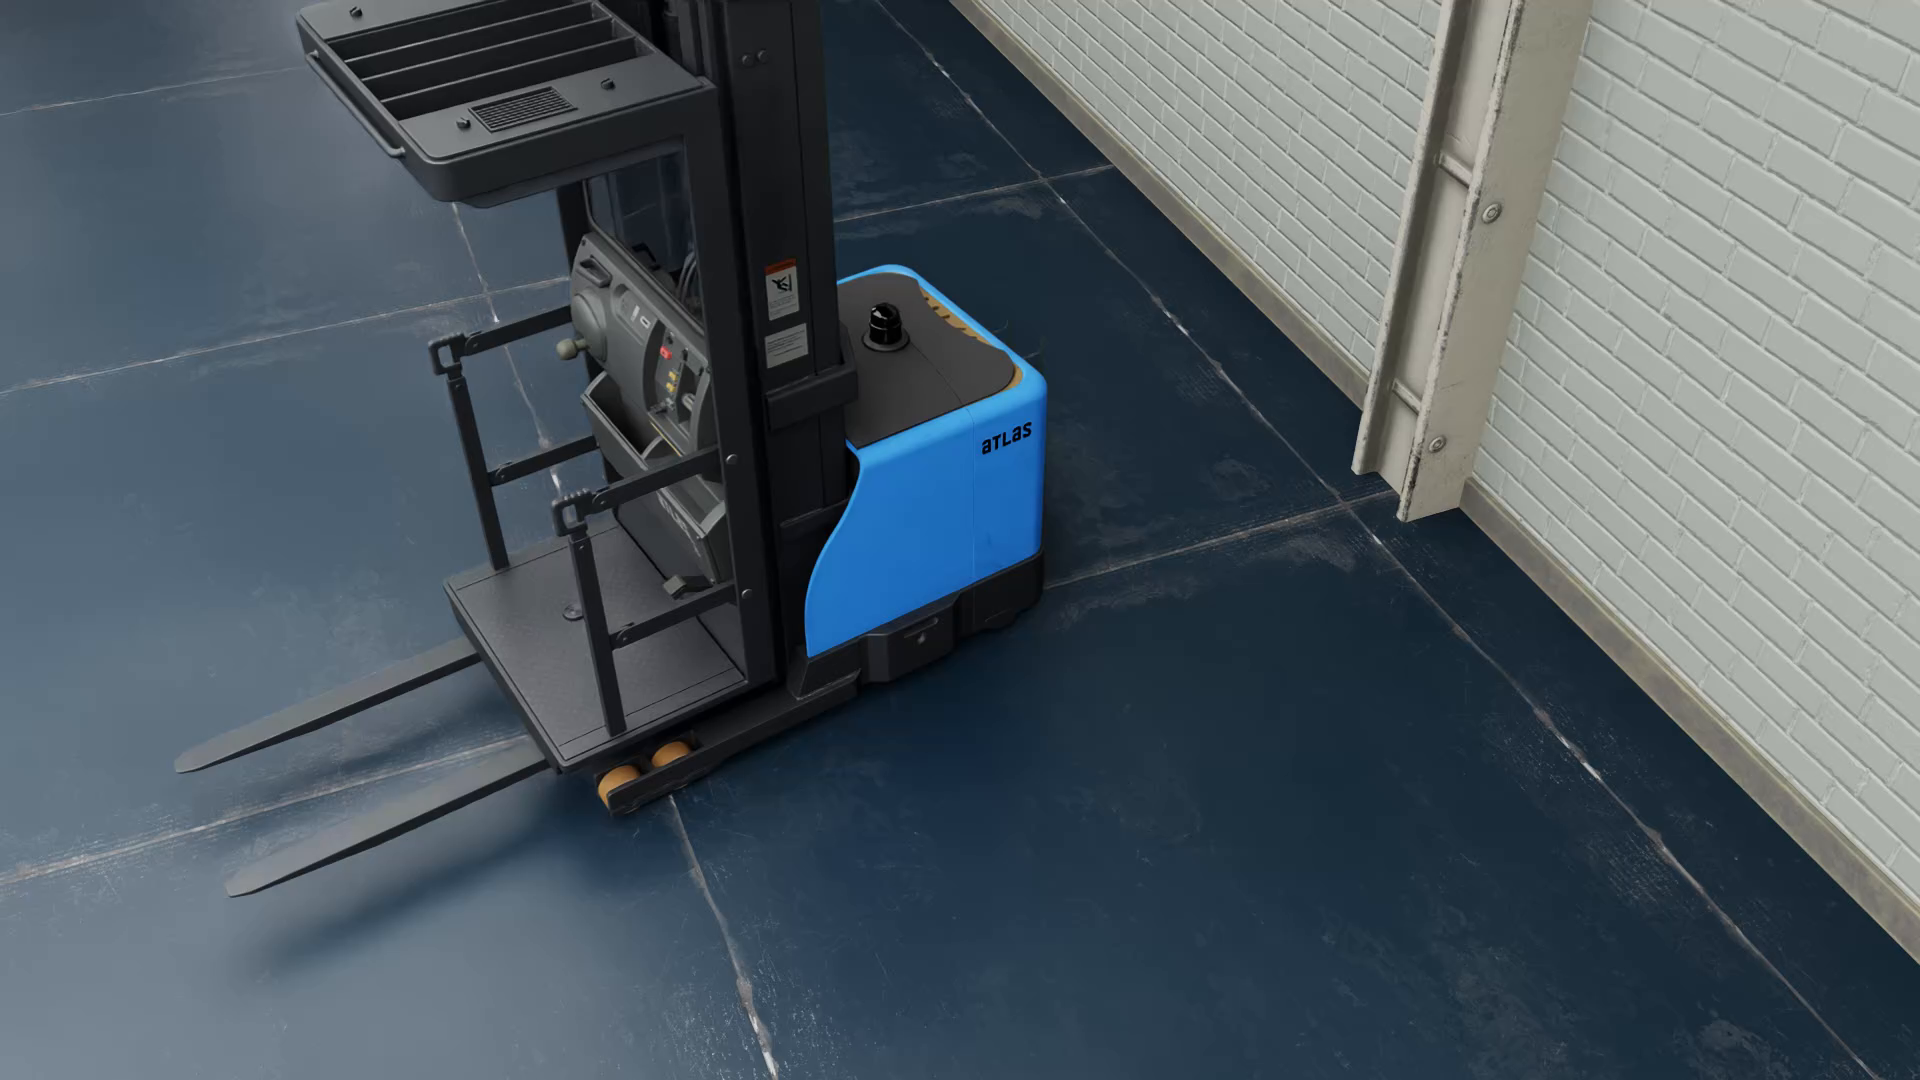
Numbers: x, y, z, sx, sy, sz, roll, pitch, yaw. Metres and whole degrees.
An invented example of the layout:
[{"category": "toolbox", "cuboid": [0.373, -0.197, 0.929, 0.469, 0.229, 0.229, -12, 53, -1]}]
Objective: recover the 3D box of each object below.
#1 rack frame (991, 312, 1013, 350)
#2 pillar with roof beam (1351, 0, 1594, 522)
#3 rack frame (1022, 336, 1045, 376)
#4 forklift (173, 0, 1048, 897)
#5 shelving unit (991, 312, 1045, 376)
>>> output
[{"category": "rack frame", "cuboid": [0.103, -0.489, 6.628, 0.240, 0.900, 0.006, -25, 47, -26]}, {"category": "pillar with roof beam", "cuboid": [-2.090, -2.567, 2.833, 9.100, 9.000, 0.400, -15, 43, -17]}, {"category": "rack frame", "cuboid": [0.221, -0.381, 6.502, 0.240, 0.900, 0.006, -25, 47, -26]}, {"category": "forklift", "cuboid": [-1.187, -0.574, 5.170, 3.031, 2.935, 1.130, -24, 46, -25]}, {"category": "shelving unit", "cuboid": [0.162, -0.435, 6.565, 0.258, 0.900, 0.210, -25, 47, -26]}]
